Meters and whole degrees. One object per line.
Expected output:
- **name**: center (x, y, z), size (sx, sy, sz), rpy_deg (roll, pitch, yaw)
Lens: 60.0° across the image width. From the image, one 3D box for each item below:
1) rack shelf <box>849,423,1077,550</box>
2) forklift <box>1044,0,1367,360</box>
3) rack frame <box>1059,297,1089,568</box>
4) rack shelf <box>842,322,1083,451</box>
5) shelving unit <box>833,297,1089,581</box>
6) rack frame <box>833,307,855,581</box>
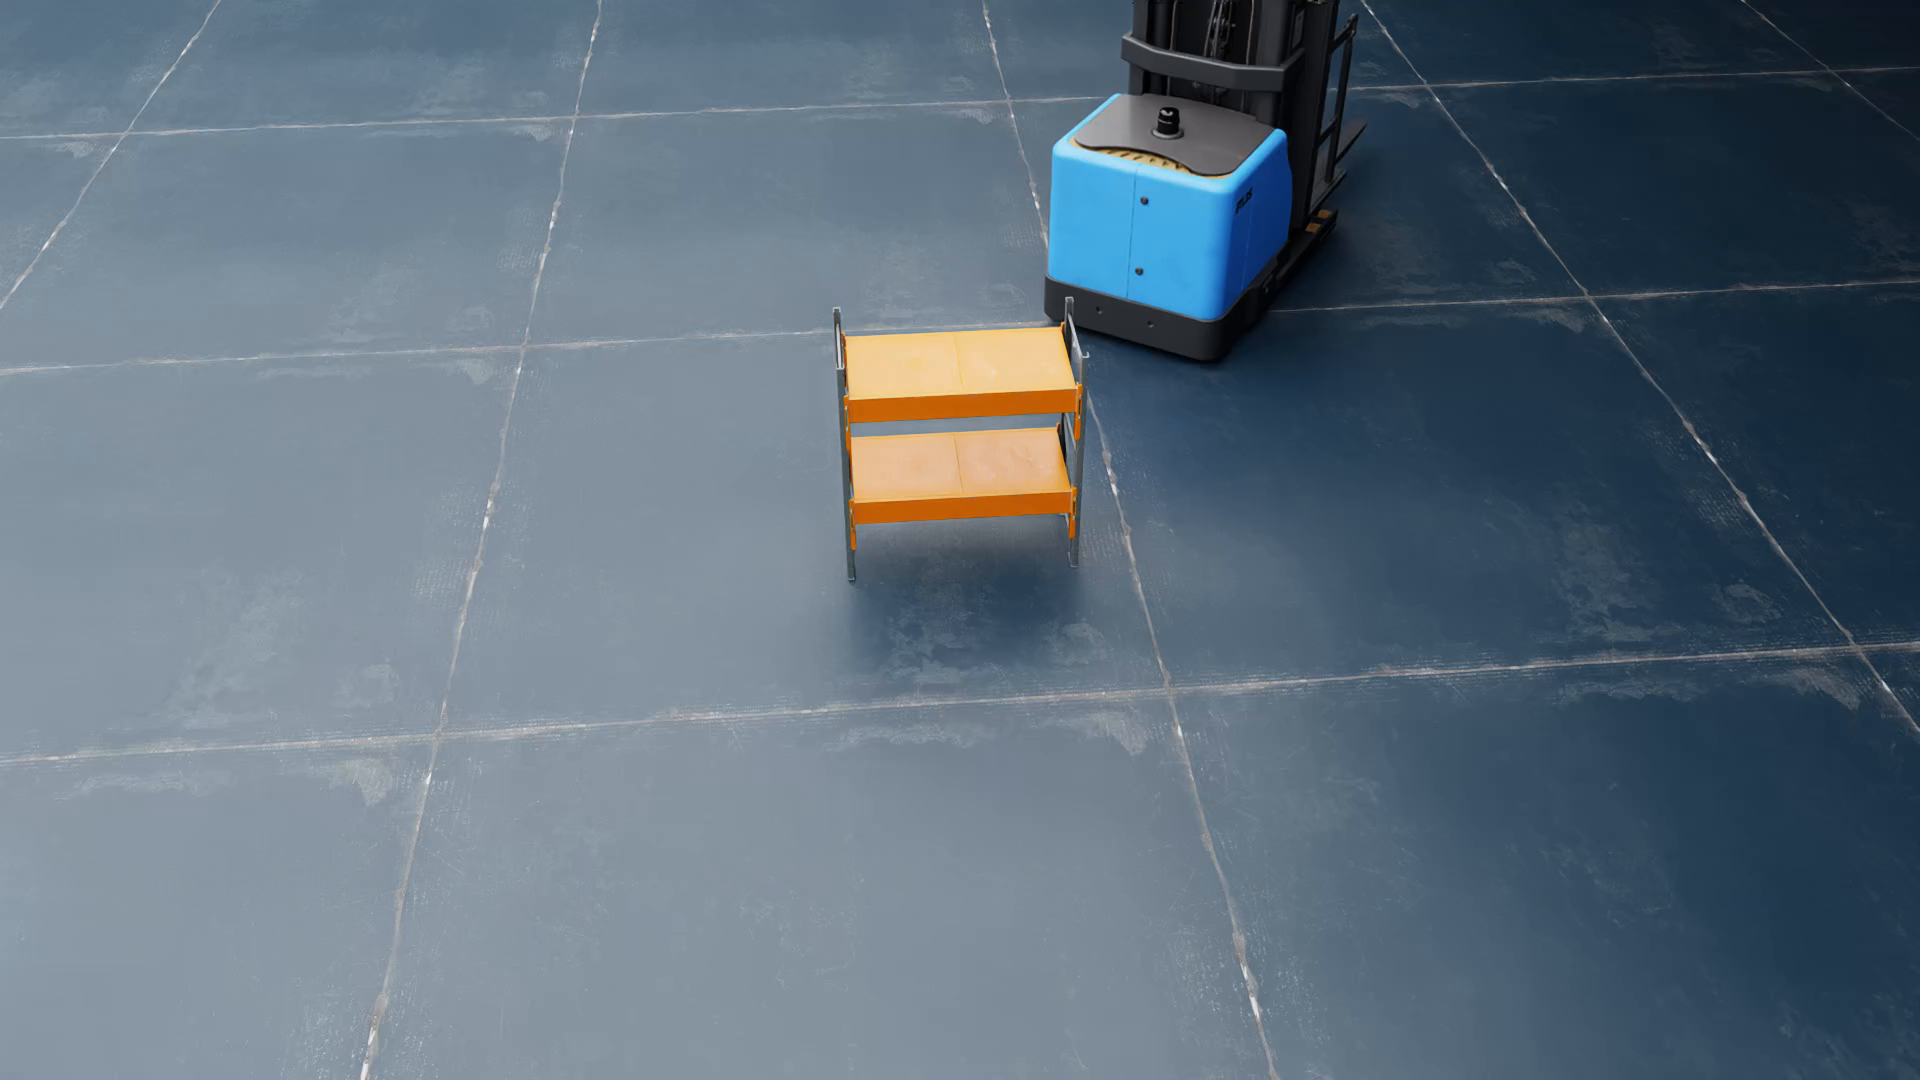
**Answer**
- **rack shelf**: center (-0.007, -0.249, 7.553), size (1.000, 0.278, 0.538), rpy_deg (-3, 38, -4)
- **forklift**: center (1.627, -3.004, 9.191), size (1.130, 2.935, 3.031), rpy_deg (19, 42, 23)
- **rack frame**: center (0.500, -0.469, 7.436), size (0.032, 1.125, 0.500), rpy_deg (-3, 38, -4)
- **rack shelf**: center (-0.007, -0.671, 7.220), size (1.000, 0.278, 0.538), rpy_deg (-3, 38, -4)
- **shelving unit**: center (-0.007, -0.441, 7.401), size (1.048, 1.125, 0.538), rpy_deg (-3, 38, -4)
- **rack frame**: center (-0.513, -0.413, 7.366), size (0.032, 1.125, 0.500), rpy_deg (-3, 38, -4)
